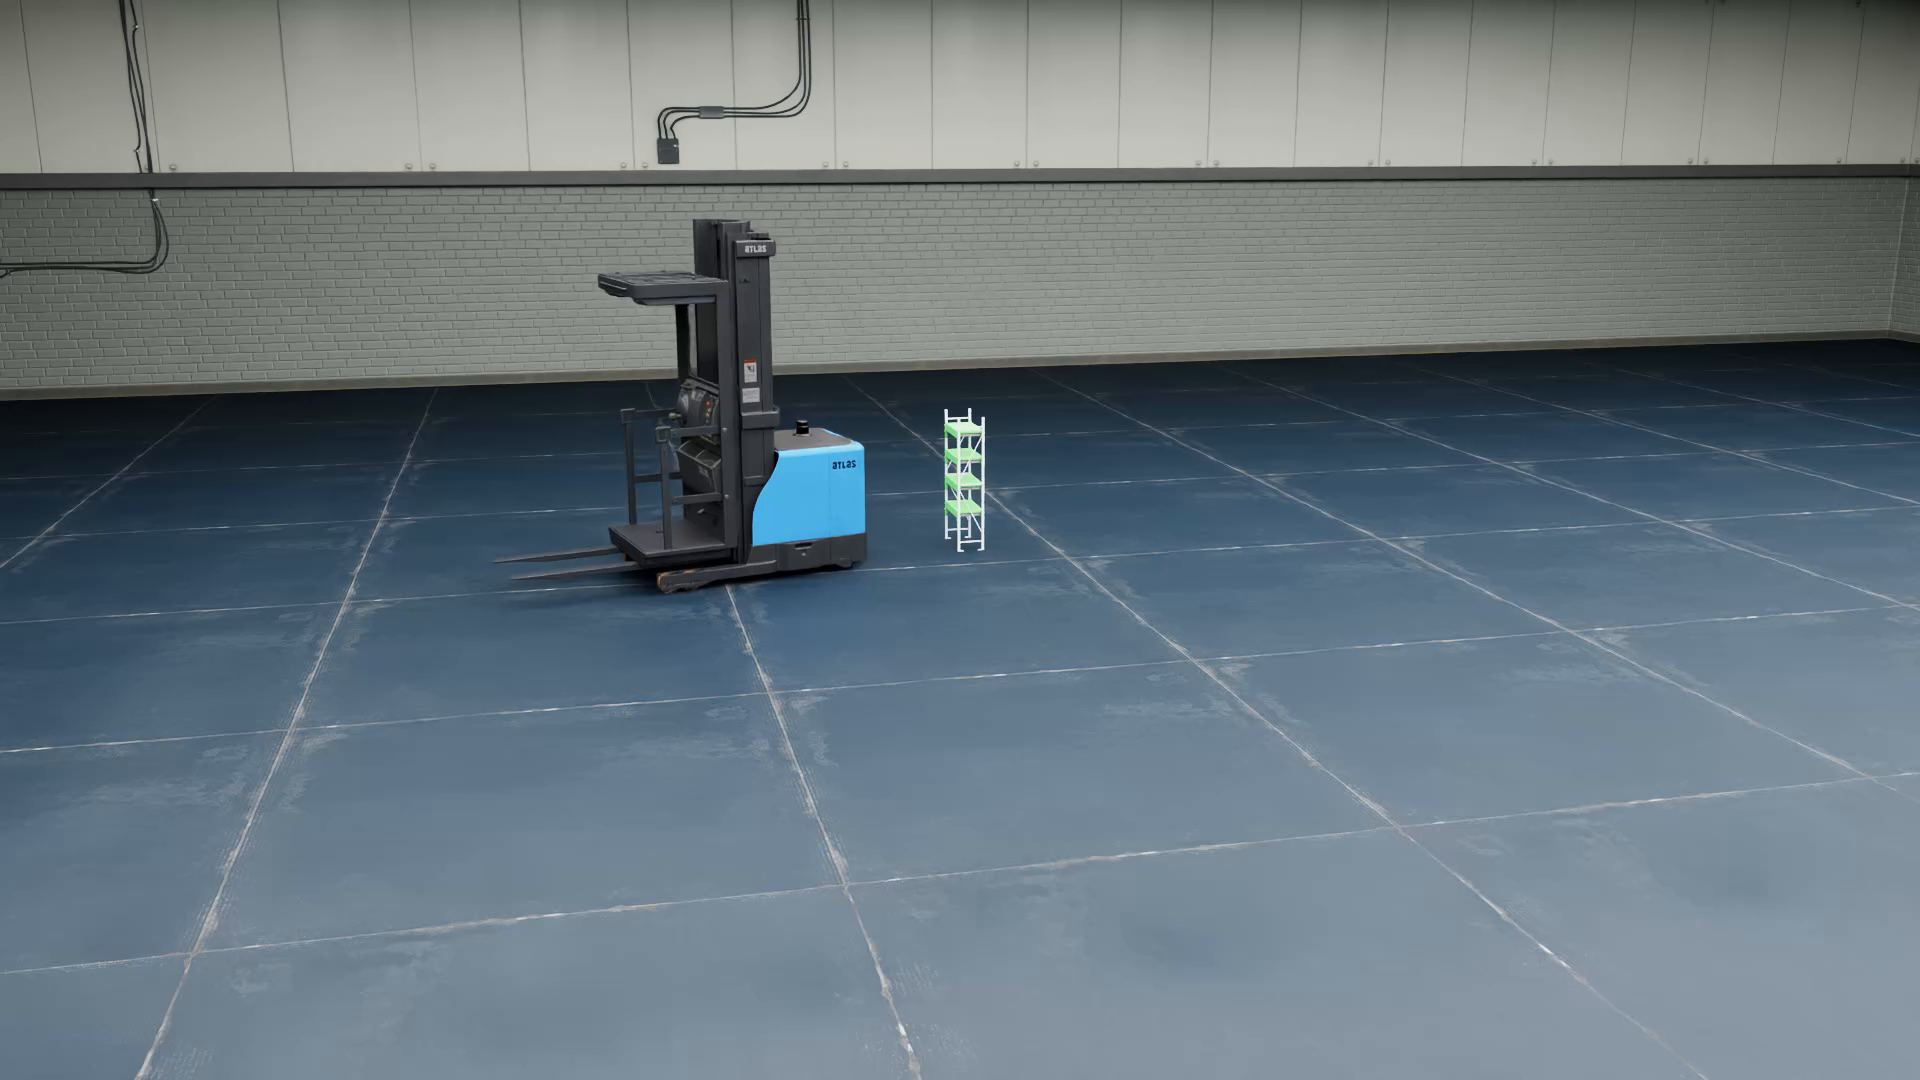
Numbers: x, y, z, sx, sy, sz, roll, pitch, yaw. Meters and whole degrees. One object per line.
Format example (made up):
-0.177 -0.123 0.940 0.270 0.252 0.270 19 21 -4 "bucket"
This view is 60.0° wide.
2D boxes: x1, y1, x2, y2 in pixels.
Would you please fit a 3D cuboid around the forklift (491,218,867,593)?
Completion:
-2.348 -1.134 13.715 3.031 2.935 1.130 -7 15 -26 "forklift"

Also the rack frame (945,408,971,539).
-0.018 -0.601 15.182 0.240 1.200 0.015 -3 14 -13 "rack frame"

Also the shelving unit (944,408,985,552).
0.039 -0.545 14.951 0.258 1.200 0.503 -3 14 -13 "shelving unit"

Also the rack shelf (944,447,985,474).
0.039 -0.716 14.910 0.258 0.148 0.480 -3 14 -13 "rack shelf"

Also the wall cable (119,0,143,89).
-9.924 -7.451 22.688 3.097 2.526 0.112 -3 14 -13 "wall cable"

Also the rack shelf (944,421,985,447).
0.039 -0.949 14.853 0.258 0.148 0.480 -3 14 -13 "rack shelf"

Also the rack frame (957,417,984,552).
0.096 -0.488 14.721 0.240 1.200 0.015 -3 14 -13 "rack frame"

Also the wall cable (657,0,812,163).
-3.322 -8.533 24.049 2.305 6.003 0.169 -3 14 -13 "wall cable"

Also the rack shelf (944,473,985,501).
0.039 -0.483 14.966 0.258 0.148 0.480 -3 14 -13 "rack shelf"

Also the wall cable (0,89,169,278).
-12.554 -4.847 22.670 3.097 2.526 0.112 -3 14 -13 "wall cable"

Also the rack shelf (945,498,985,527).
0.039 -0.249 15.023 0.258 0.148 0.480 -3 14 -13 "rack shelf"
